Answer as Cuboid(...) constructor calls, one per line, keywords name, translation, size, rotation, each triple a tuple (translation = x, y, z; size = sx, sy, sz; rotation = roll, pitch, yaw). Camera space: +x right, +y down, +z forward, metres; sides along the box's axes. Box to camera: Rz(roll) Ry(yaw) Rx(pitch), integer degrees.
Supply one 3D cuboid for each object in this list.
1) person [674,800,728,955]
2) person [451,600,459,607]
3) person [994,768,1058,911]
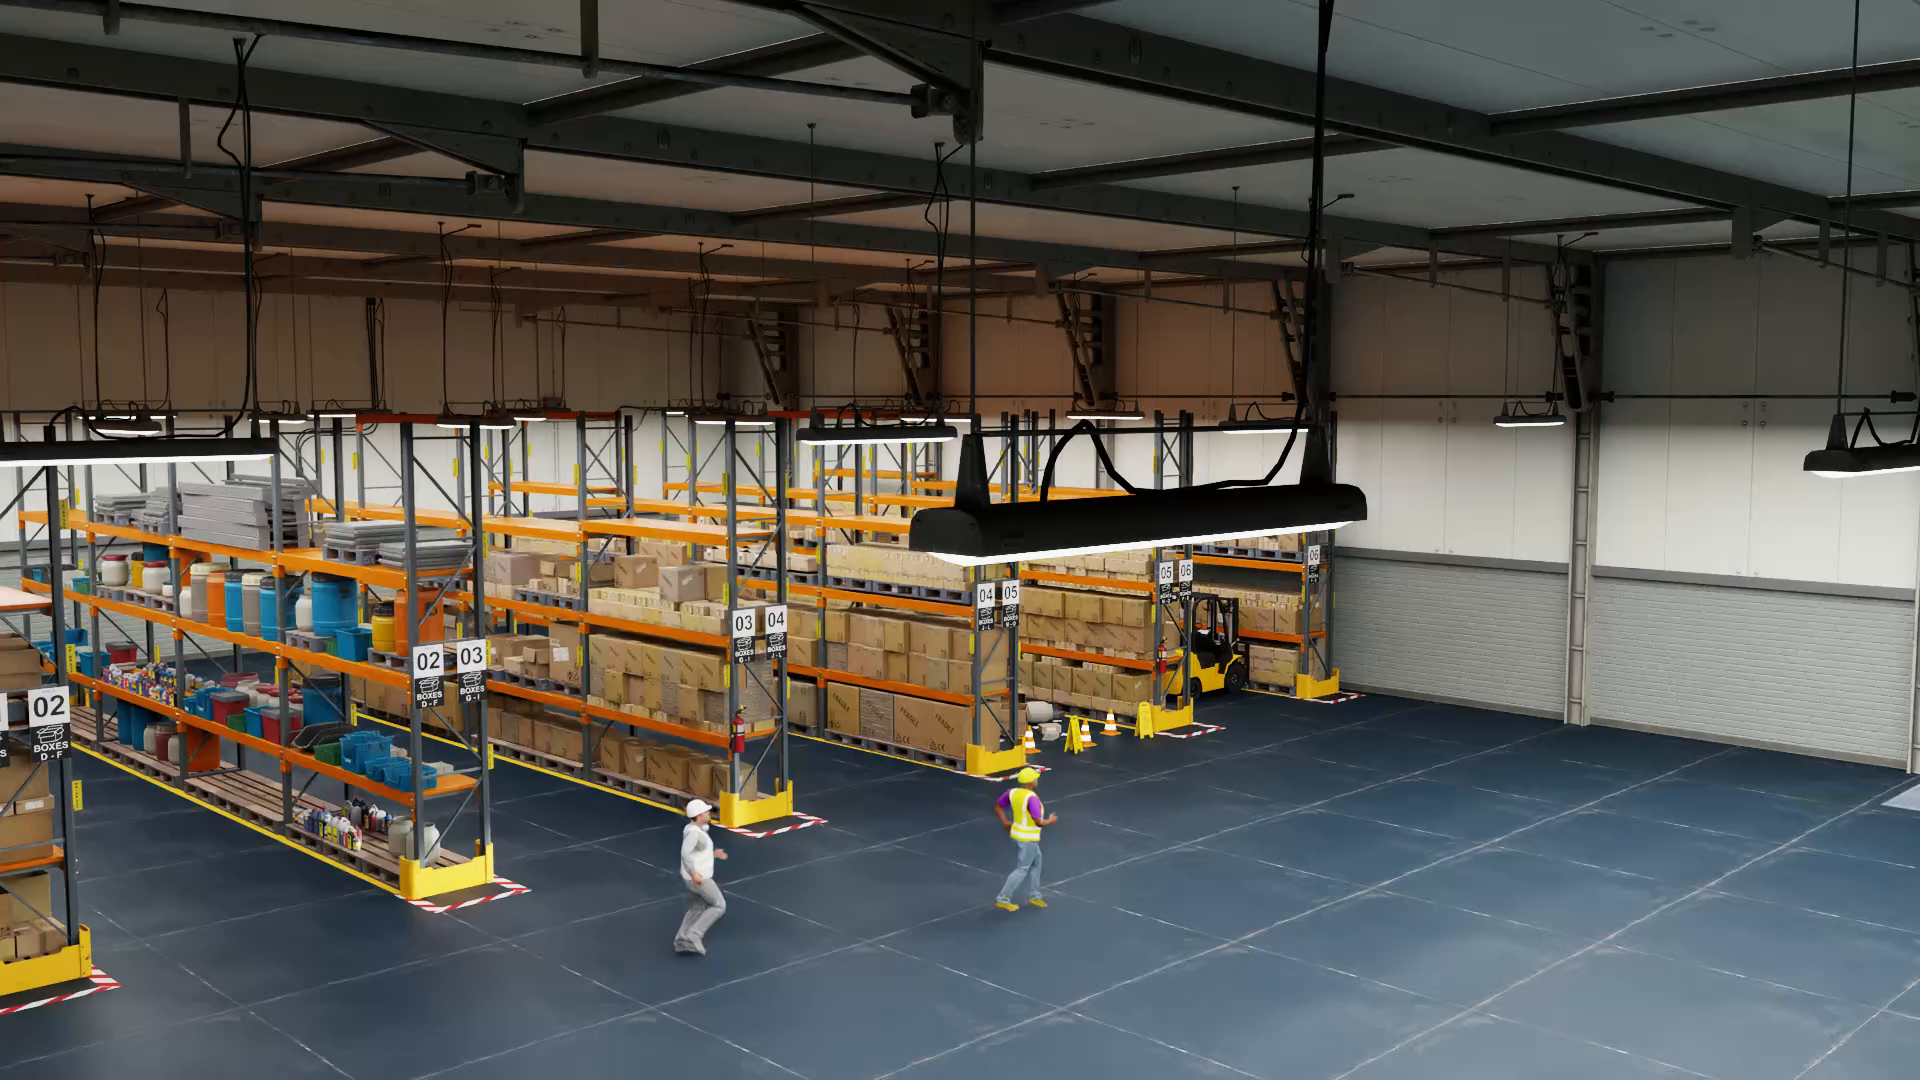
Cuboid(name="person", translation=(-2.938, 3.814, 18.907), size=(0.656, 1.752, 0.661), rotation=(-2, 5, -21))
Cuboid(name="person", translation=(-11.513, 2.314, 37.841), size=(0.723, 1.519, 0.658), rotation=(-2, 6, -26))
Cuboid(name="person", translation=(0.795, 3.690, 20.320), size=(0.800, 1.818, 0.678), rotation=(-2, 5, -23))
